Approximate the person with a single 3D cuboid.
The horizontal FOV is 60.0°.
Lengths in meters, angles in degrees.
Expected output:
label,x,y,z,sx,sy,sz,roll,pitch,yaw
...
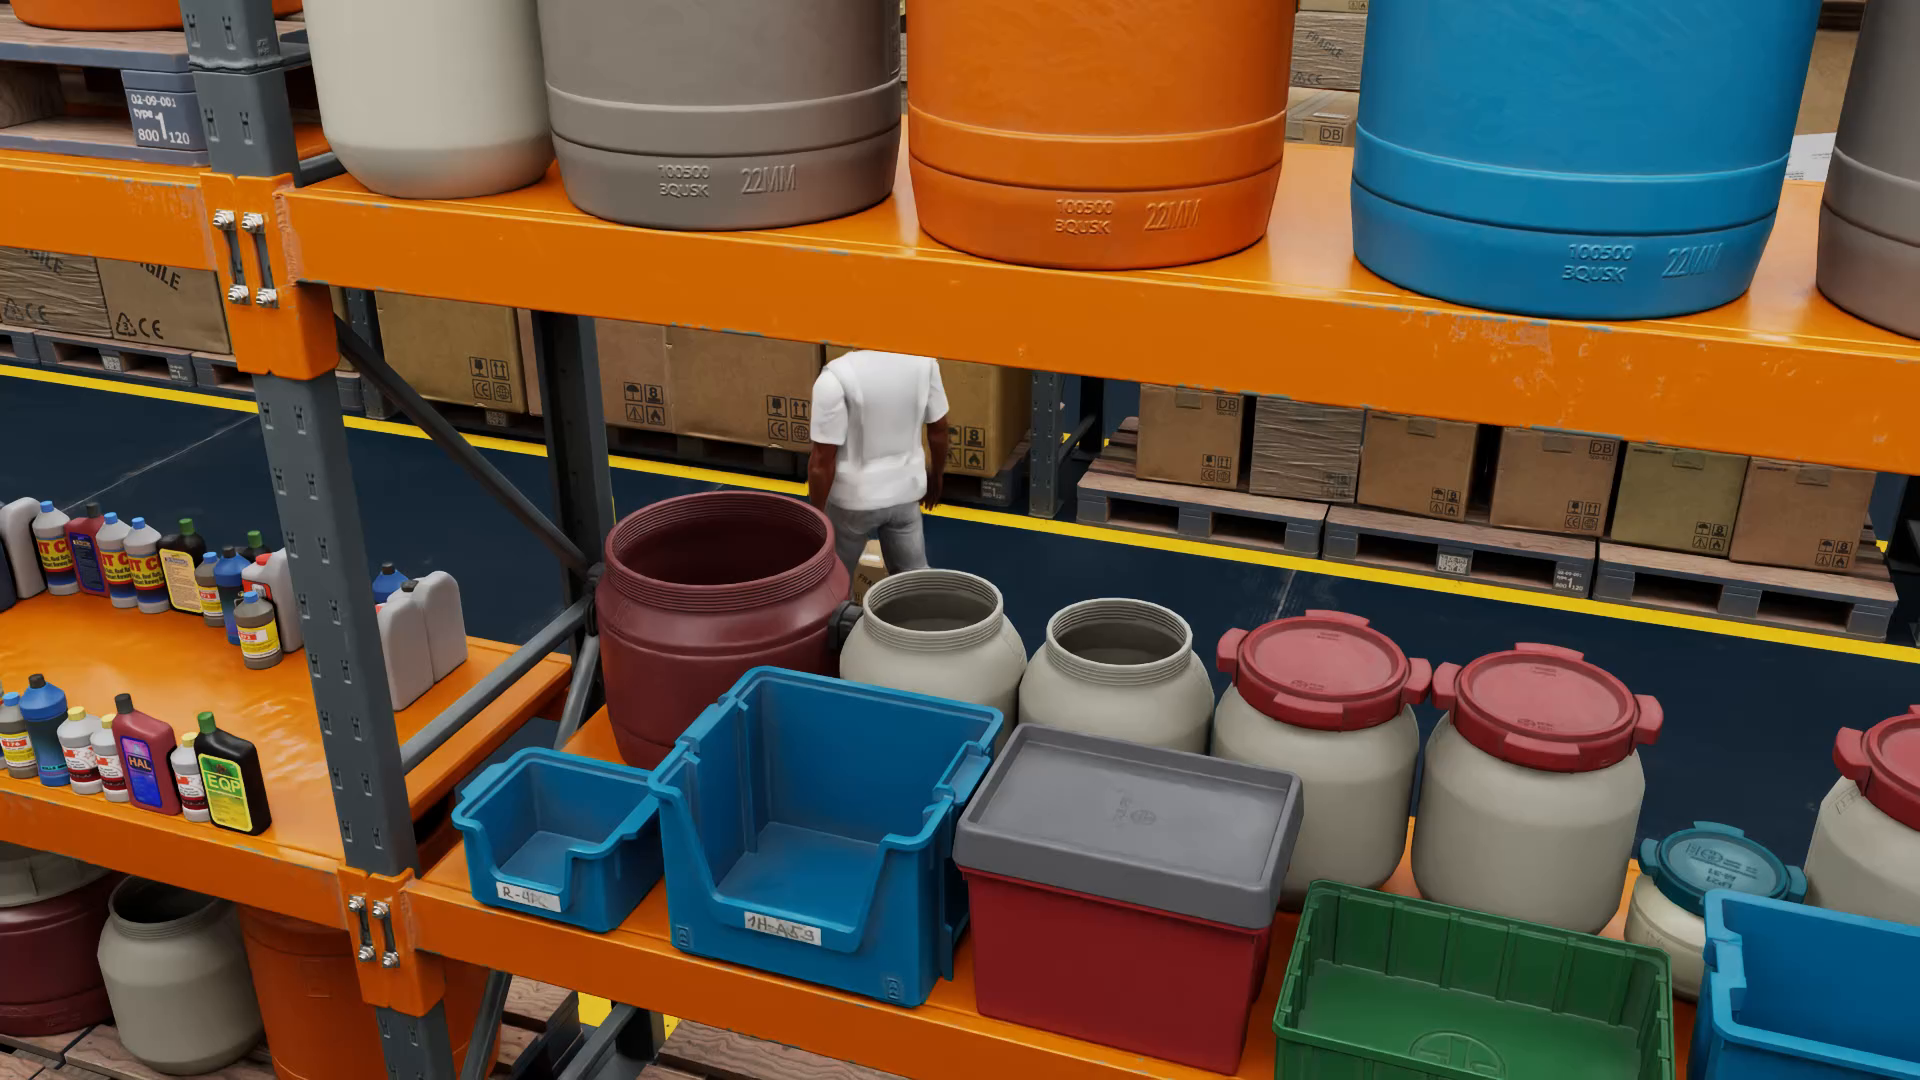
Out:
label,x,y,z,sx,sy,sz,roll,pitch,yaw
person,-0.308,-0.172,6.458,0.635,1.755,0.723,-15,29,-29
